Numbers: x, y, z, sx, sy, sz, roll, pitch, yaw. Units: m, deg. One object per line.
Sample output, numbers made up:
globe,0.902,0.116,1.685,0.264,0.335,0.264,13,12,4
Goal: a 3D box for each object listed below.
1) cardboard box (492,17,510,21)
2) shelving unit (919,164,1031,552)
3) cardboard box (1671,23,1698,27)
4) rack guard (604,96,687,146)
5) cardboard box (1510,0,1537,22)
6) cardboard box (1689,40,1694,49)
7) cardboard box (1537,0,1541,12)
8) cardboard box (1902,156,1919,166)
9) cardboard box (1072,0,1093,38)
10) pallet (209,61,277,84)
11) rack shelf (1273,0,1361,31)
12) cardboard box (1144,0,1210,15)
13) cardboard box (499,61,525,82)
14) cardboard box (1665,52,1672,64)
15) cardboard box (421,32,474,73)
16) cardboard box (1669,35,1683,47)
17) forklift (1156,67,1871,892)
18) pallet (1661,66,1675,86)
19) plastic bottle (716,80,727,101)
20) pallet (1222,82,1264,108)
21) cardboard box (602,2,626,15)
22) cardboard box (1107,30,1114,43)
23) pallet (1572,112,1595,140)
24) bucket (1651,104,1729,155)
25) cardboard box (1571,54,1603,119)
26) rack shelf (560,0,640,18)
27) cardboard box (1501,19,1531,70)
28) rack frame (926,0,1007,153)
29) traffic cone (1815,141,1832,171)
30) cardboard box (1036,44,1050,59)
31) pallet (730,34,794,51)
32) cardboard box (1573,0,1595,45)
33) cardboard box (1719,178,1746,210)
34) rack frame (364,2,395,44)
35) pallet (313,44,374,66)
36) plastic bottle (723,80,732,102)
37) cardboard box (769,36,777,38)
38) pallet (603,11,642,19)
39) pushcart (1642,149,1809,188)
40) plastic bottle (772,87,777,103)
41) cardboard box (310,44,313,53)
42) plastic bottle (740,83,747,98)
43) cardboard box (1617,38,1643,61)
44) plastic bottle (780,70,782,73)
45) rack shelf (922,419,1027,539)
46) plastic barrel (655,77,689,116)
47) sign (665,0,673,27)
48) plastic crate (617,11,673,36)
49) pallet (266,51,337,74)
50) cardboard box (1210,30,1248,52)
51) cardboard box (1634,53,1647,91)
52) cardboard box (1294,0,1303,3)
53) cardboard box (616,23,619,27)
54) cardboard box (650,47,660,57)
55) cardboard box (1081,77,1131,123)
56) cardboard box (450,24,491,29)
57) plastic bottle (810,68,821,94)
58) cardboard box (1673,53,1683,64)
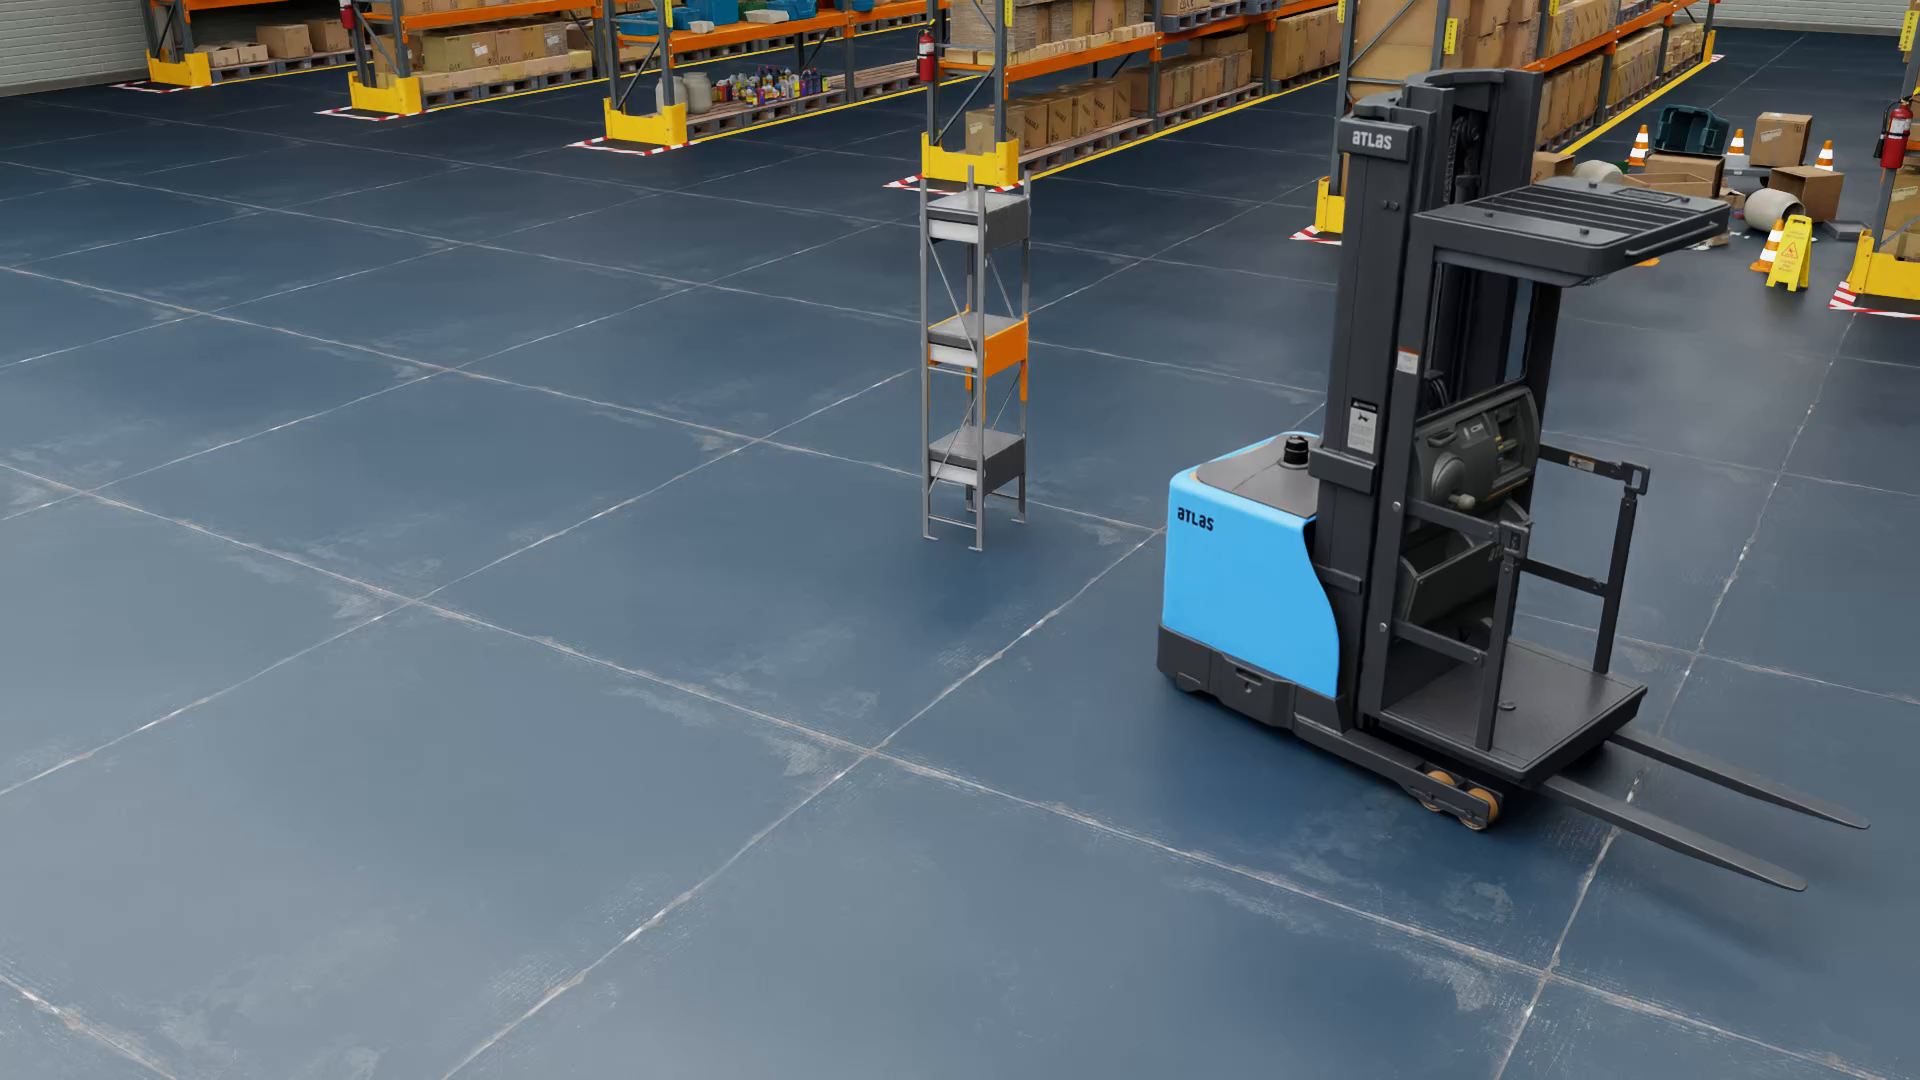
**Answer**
cardboard box,-9.038,-10.053,31.789,0.700,0.500,0.500,14,27,29
shelving unit,0.087,-1.019,9.462,0.431,2.100,0.503,14,27,29
cardboard box,12.428,-8.767,28.537,0.380,0.149,0.250,14,27,30
rack guard,-4.135,-5.514,21.857,1.175,0.500,0.348,14,27,29
cardboard box,5.928,-6.101,18.519,0.875,0.550,0.550,14,27,29
cardboard box,12.103,-8.344,27.934,0.380,0.149,0.250,14,27,30
cardboard box,6.600,-6.537,19.691,0.700,0.500,0.500,13,27,28
cardboard box,8.830,-3.546,15.338,0.380,0.149,0.250,15,27,30
cardboard box,1.122,-6.470,20.418,0.875,0.500,0.500,14,27,29
pallet,-12.053,-7.714,27.304,1.003,0.211,1.213,14,27,29
rack shelf,5.348,-8.632,26.820,1.077,0.370,4.000,14,27,29
cardboard box,2.721,-7.644,22.348,1.000,1.000,1.000,14,27,29
cardboard box,-7.077,-7.236,25.621,0.500,0.250,0.500,14,27,29
cardboard box,11.026,-7.640,26.308,0.380,0.149,0.250,15,28,31
cardboard box,-7.607,-7.243,24.694,0.500,0.500,0.500,14,27,29
cardboard box,11.530,-8.132,27.070,0.380,0.149,0.250,15,27,30
forklift,2.336,-0.365,6.904,1.130,2.935,3.031,-20,31,-39
pallet,10.888,-7.518,26.851,1.003,0.211,1.213,14,27,29
plastic bottle,-3.382,-6.368,23.560,0.152,0.276,0.135,14,27,29
pallet,3.879,-6.744,25.063,1.003,0.211,1.213,14,27,29
cardboard box,-7.365,-11.123,33.845,0.750,0.750,0.750,14,27,29
cardboard box,1.715,-6.369,21.003,0.380,0.149,0.250,14,27,29
pallet,7.973,-5.684,22.614,1.003,0.211,1.213,14,27,29
bucket,8.230,-4.530,18.646,0.620,0.611,0.726,-6,22,-39
cardboard box,8.056,-6.188,22.571,1.050,0.750,0.750,13,27,28
rack shelf,-5.176,-9.360,28.500,1.077,0.370,4.000,14,27,29
cardboard box,5.888,-5.615,18.757,0.875,0.550,0.550,14,27,29
rack frame,0.073,-5.587,18.881,1.000,3.000,0.127,14,27,29
traffic cone,10.067,-4.408,19.351,0.336,0.463,0.334,14,27,29
cardboard box,0.833,-5.769,19.616,0.380,0.149,0.250,14,27,29
pallet,-3.695,-9.329,31.034,1.003,0.211,1.213,14,27,29
cardboard box,7.649,-6.541,20.958,0.500,0.500,0.500,14,27,30
cardboard box,8.349,-3.781,18.149,0.258,0.266,0.396,-3,24,-7
rack frame,-10.442,-10.051,29.193,1.000,3.000,0.127,14,27,29
pallet,-10.766,-8.538,29.206,1.003,0.211,1.213,14,27,29
plastic bottle,-3.292,-6.350,23.507,0.061,0.283,0.133,14,27,29
cardboard box,-3.638,-9.513,30.542,0.500,0.500,0.500,15,28,31
pallet,-7.207,-10.782,34.391,1.003,0.211,1.213,14,27,29
pushcart,8.639,-4.118,18.788,1.648,0.377,0.936,5,24,11
plastic bottle,-2.628,-6.273,23.432,0.097,0.201,0.097,0,23,0
cardboard box,-11.302,-8.409,28.435,0.380,0.149,0.250,12,26,25
plastic bottle,-3.099,-6.427,23.789,0.097,0.201,0.097,0,23,0
cardboard box,9.562,-7.121,24.098,0.500,0.250,0.500,14,27,29
plastic bottle,-2.713,-6.797,24.549,0.152,0.276,0.135,15,28,31
rack shelf,0.087,-0.365,9.745,0.431,0.518,0.480,14,27,29
plastic barrel,-3.853,-5.914,22.239,0.421,0.512,0.421,0,23,0
sign,-3.670,-6.636,20.954,0.100,0.325,0.005,14,27,29
plastic crate,-4.125,-6.789,21.843,0.499,0.251,0.616,14,27,29
pallet,-11.408,-8.124,28.251,1.003,0.211,1.213,14,27,29
cardboard box,3.965,-7.454,24.841,0.500,0.250,0.500,15,28,31
cardboard box,9.842,-6.962,24.673,0.500,0.500,0.500,13,27,28
cardboard box,5.051,-8.615,25.749,0.500,0.500,0.500,13,27,28
cardboard box,-5.533,-8.458,27.739,0.500,0.311,0.500,14,27,28
cardboard box,-5.266,-8.377,28.258,0.500,0.250,0.500,13,27,27
cardboard box,1.938,-5.856,22.120,0.500,0.500,0.500,13,27,27
cardboard box,-7.531,-7.692,25.731,0.500,0.500,0.500,14,27,29
plastic bottle,-2.120,-6.684,24.194,0.144,0.351,0.185,13,27,28
cardboard box,11.678,-7.950,27.399,0.380,0.149,0.250,13,27,28
